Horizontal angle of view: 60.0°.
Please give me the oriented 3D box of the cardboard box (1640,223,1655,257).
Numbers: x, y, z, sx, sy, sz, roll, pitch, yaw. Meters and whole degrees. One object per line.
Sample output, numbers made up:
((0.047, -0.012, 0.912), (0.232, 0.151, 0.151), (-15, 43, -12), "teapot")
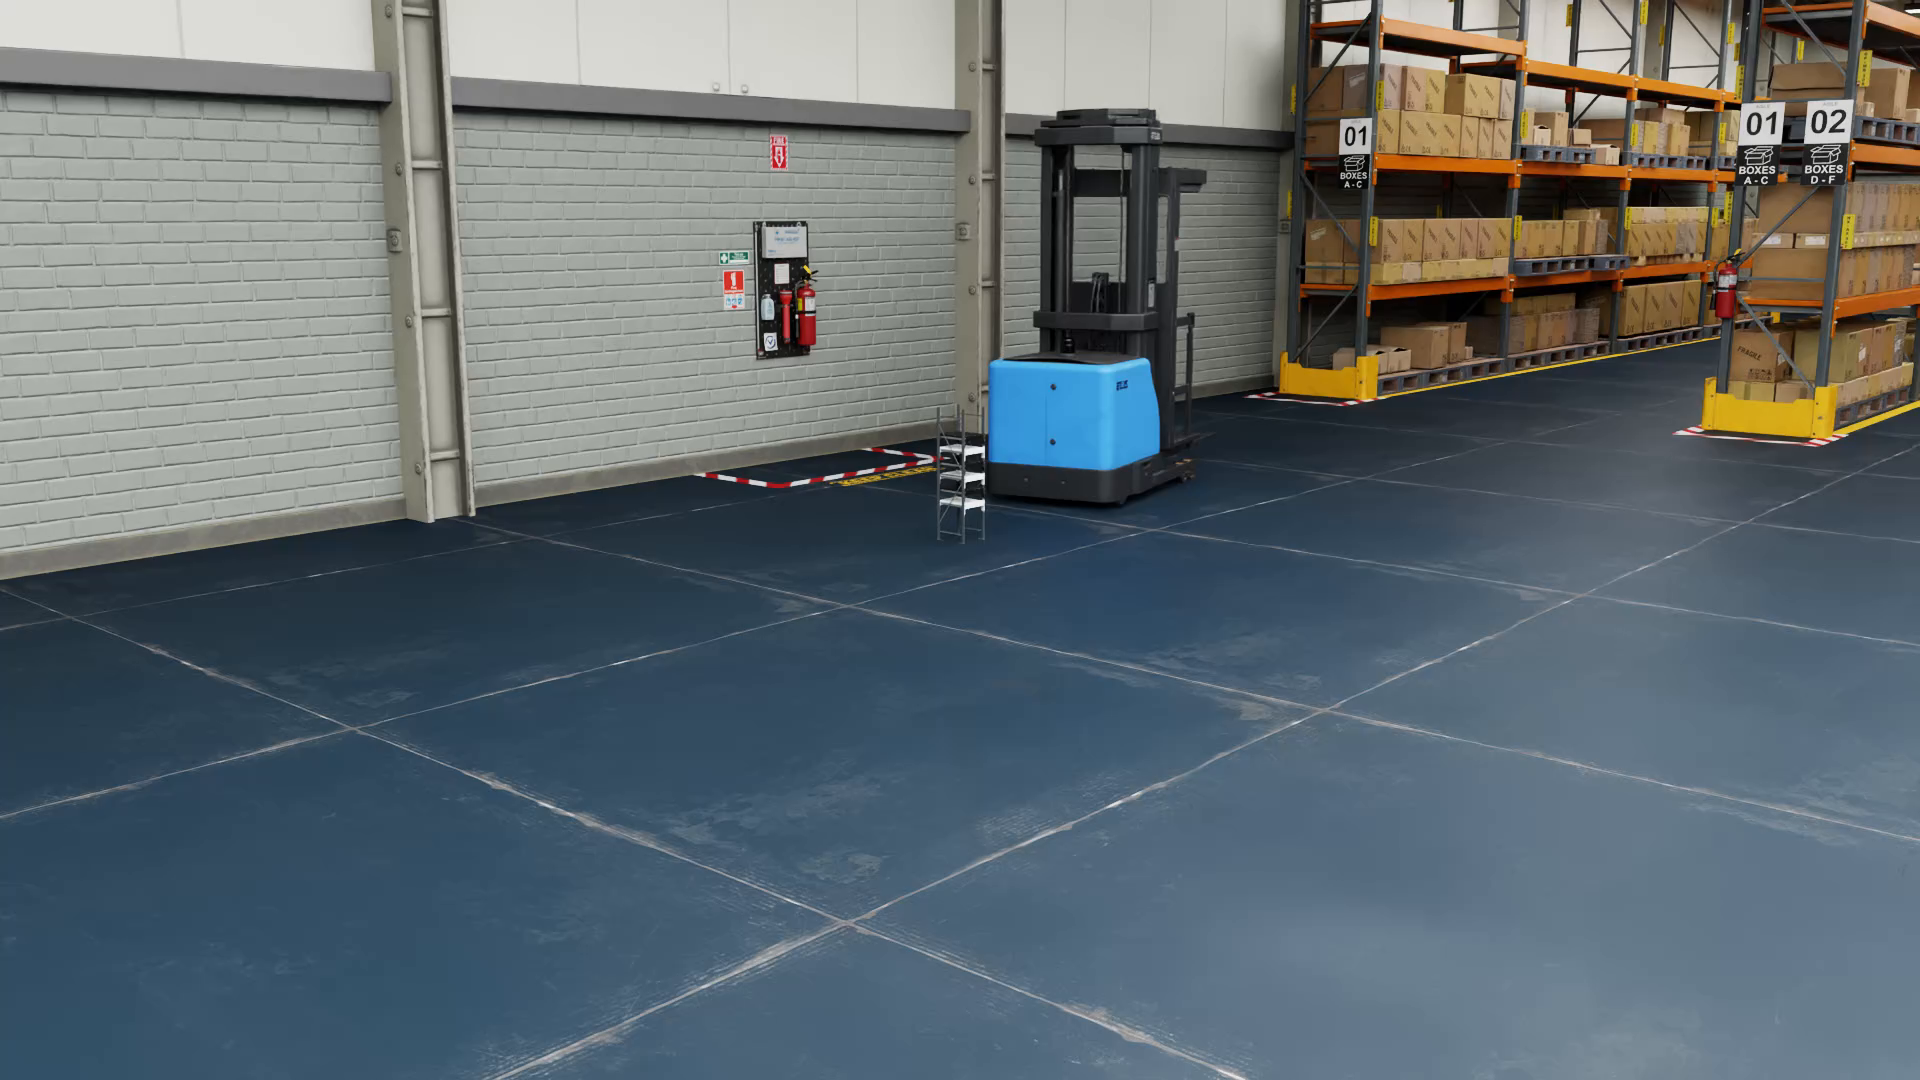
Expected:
((10.486, -4.689, 25.961), (0.500, 0.500, 0.500), (10, 15, 42), "cardboard box")

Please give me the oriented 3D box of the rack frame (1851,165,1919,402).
((10.704, -3.141, 19.280), (1.000, 3.000, 0.127), (10, 15, 40), "rack frame")

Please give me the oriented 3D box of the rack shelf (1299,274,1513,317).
((5.660, -3.134, 21.081), (1.077, 0.370, 4.000), (10, 15, 40), "rack shelf")

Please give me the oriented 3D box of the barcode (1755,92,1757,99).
((7.900, -4.415, 16.517), (0.001, 0.075, 0.075), (10, 15, 40), "barcode")

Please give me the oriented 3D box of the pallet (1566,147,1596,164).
((8.150, -5.390, 23.360), (1.213, 0.211, 1.003), (10, 15, 40), "pallet")

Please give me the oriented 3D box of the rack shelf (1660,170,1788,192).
((13.582, -6.371, 29.627), (1.077, 0.370, 4.000), (10, 15, 40), "rack shelf")

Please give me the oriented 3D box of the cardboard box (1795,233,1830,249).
((8.484, -2.950, 16.410), (0.380, 0.149, 0.250), (10, 15, 40), "cardboard box")

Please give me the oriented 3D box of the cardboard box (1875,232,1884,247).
((9.500, -3.176, 17.542), (0.380, 0.149, 0.250), (10, 15, 41), "cardboard box")

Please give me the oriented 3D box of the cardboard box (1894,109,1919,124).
((10.113, -4.551, 17.891), (0.380, 0.149, 0.250), (10, 15, 40), "cardboard box")

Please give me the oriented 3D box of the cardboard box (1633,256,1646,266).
((10.424, -4.339, 25.867), (0.380, 0.149, 0.250), (10, 15, 42), "cardboard box")

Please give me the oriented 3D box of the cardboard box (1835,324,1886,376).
((9.577, -2.048, 17.842), (0.500, 0.500, 0.500), (10, 15, 40), "cardboard box")

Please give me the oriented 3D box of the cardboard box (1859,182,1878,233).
((9.091, -3.465, 17.334), (0.700, 0.500, 0.500), (10, 15, 41), "cardboard box")

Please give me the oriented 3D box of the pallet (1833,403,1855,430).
((8.537, -1.303, 17.197), (1.003, 0.211, 1.213), (10, 15, 40), "pallet")

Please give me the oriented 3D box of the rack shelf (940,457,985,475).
((0.005, -0.498, 11.118), (0.258, 0.077, 0.200), (10, 15, 40), "rack shelf")

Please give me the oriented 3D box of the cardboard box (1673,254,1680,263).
((11.556, -4.612, 27.235), (0.380, 0.149, 0.250), (10, 15, 40), "cardboard box")

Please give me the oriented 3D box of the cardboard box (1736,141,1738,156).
((13.263, -6.751, 28.751), (0.500, 0.250, 0.500), (9, 15, 39), "cardboard box")

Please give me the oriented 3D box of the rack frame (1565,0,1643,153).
((9.621, -7.312, 24.843), (1.000, 3.000, 0.127), (10, 15, 40), "rack frame")

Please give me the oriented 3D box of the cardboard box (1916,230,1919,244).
((10.685, -3.441, 18.868), (0.380, 0.149, 0.250), (10, 15, 40), "cardboard box")

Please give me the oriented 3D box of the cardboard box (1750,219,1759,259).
((14.101, -5.509, 30.369), (0.980, 0.700, 0.700), (10, 15, 40), "cardboard box")

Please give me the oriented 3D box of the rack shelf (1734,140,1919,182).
((9.384, -3.965, 17.583), (1.077, 0.370, 4.000), (10, 15, 40), "rack shelf")

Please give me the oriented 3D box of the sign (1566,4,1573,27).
((9.202, -7.918, 25.092), (0.100, 0.325, 0.005), (10, 15, 40), "sign")

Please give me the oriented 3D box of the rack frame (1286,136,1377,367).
((4.340, -3.193, 19.537), (1.000, 3.000, 0.127), (10, 15, 40), "rack frame")

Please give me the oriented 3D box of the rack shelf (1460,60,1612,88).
((8.301, -6.564, 23.460), (0.919, 0.124, 3.809), (10, 15, 40), "rack shelf")

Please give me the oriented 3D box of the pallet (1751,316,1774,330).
((14.433, -4.051, 30.957), (1.003, 0.211, 1.213), (10, 15, 40), "pallet")

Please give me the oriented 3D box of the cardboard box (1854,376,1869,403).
((9.242, -1.608, 17.551), (0.500, 0.250, 0.500), (10, 15, 40), "cardboard box")

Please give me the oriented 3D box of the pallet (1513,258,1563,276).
((7.594, -3.781, 22.972), (1.003, 0.211, 1.213), (10, 15, 40), "pallet")

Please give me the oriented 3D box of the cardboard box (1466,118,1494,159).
((6.489, -5.132, 21.282), (0.500, 0.500, 0.500), (8, 14, 36), "cardboard box")

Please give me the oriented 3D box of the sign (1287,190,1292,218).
((3.936, -3.990, 19.767), (0.100, 0.325, 0.005), (10, 15, 40), "sign")

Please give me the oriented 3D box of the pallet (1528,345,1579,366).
((8.298, -2.709, 24.234), (1.003, 0.211, 1.213), (10, 15, 40), "pallet")

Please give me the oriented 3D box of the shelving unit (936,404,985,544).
((0.005, -0.442, 11.129), (0.258, 0.900, 0.210), (10, 15, 40), "shelving unit")

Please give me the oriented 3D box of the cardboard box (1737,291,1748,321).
((13.853, -4.263, 30.207), (0.700, 0.500, 0.500), (9, 14, 39), "cardboard box")

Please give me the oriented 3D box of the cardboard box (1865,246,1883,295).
((9.401, -2.897, 17.801), (0.700, 0.500, 0.500), (10, 15, 42), "cardboard box")

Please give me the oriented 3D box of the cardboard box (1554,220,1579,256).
((8.512, -4.378, 24.093), (0.700, 0.500, 0.500), (10, 15, 40), "cardboard box")

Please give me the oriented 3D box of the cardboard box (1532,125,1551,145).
((7.808, -5.575, 22.962), (0.500, 0.311, 0.500), (10, 15, 42), "cardboard box")

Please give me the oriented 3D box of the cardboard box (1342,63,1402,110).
((4.777, -5.238, 19.261), (0.500, 0.500, 0.500), (8, 14, 36), "cardboard box")

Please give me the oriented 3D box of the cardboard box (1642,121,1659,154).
((10.583, -6.349, 26.302), (0.700, 0.500, 0.500), (11, 16, 43), "cardboard box")

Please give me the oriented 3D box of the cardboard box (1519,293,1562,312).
((8.426, -3.463, 24.233), (0.500, 0.250, 0.500), (10, 15, 40), "cardboard box")

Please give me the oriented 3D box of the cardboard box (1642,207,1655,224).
((10.468, -5.055, 25.880), (0.500, 0.250, 0.500), (9, 15, 40), "cardboard box")

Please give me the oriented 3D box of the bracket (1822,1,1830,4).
((18.139, -11.127, 34.754), (0.235, 0.232, 0.430), (10, 15, 40), "bracket")

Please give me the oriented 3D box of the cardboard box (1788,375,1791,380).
((8.517, -1.602, 17.524), (0.500, 0.250, 0.500), (10, 15, 40), "cardboard box")

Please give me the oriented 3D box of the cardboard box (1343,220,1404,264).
((4.881, -3.528, 19.634), (0.500, 0.500, 0.500), (10, 15, 40), "cardboard box")

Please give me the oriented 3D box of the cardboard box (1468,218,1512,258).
((6.901, -3.976, 21.875), (0.500, 0.500, 0.500), (10, 15, 40), "cardboard box")

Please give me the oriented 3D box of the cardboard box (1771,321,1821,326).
((9.174, -2.118, 18.189), (0.500, 0.500, 0.500), (10, 15, 40), "cardboard box")

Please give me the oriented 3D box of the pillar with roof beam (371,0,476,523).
((-0.535, -4.027, 8.399), (9.100, 9.000, 0.400), (10, 15, 40), "pillar with roof beam")

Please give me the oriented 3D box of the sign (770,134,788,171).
((-1.548, -3.315, 14.229), (0.001, 0.298, 0.199), (10, 15, 40), "sign")

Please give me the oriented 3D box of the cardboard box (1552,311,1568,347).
((8.451, -3.109, 24.379), (0.700, 0.500, 0.500), (10, 15, 40), "cardboard box")

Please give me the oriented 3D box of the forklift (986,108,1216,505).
((1.313, -1.943, 13.457), (1.130, 2.935, 3.031), (6, 13, 26), "forklift")

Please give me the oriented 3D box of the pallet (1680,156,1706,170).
((11.693, -6.194, 27.395), (0.805, 0.209, 1.217), (9, 14, 38), "pallet")

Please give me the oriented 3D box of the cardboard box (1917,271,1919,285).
((11.442, -3.122, 19.825), (0.380, 0.149, 0.250), (10, 15, 40), "cardboard box")

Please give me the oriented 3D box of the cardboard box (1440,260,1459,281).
((5.909, -3.386, 20.838), (0.500, 0.250, 0.500), (10, 15, 41), "cardboard box")

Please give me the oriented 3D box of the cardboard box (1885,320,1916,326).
((12.099, -2.670, 21.437), (0.500, 0.311, 0.500), (9, 15, 39), "cardboard box")

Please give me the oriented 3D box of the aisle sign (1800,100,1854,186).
((8.250, -3.778, 15.832), (0.394, 0.787, 0.004), (10, 15, 40), "aisle sign")

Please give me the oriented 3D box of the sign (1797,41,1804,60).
((15.300, -8.913, 30.275), (0.100, 0.325, 0.005), (10, 15, 40), "sign")

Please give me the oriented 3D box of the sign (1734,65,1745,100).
((7.665, -4.491, 16.322), (0.100, 0.325, 0.005), (10, 15, 40), "sign")

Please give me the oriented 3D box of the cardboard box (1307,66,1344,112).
((4.428, -5.310, 19.621), (0.500, 0.500, 0.500), (11, 15, 43), "cardboard box")

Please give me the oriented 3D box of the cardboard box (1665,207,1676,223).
((11.128, -5.205, 26.631), (0.500, 0.250, 0.500), (9, 15, 39), "cardboard box")

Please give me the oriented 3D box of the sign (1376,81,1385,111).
((4.748, -5.022, 18.807), (0.100, 0.325, 0.005), (10, 15, 40), "sign")
